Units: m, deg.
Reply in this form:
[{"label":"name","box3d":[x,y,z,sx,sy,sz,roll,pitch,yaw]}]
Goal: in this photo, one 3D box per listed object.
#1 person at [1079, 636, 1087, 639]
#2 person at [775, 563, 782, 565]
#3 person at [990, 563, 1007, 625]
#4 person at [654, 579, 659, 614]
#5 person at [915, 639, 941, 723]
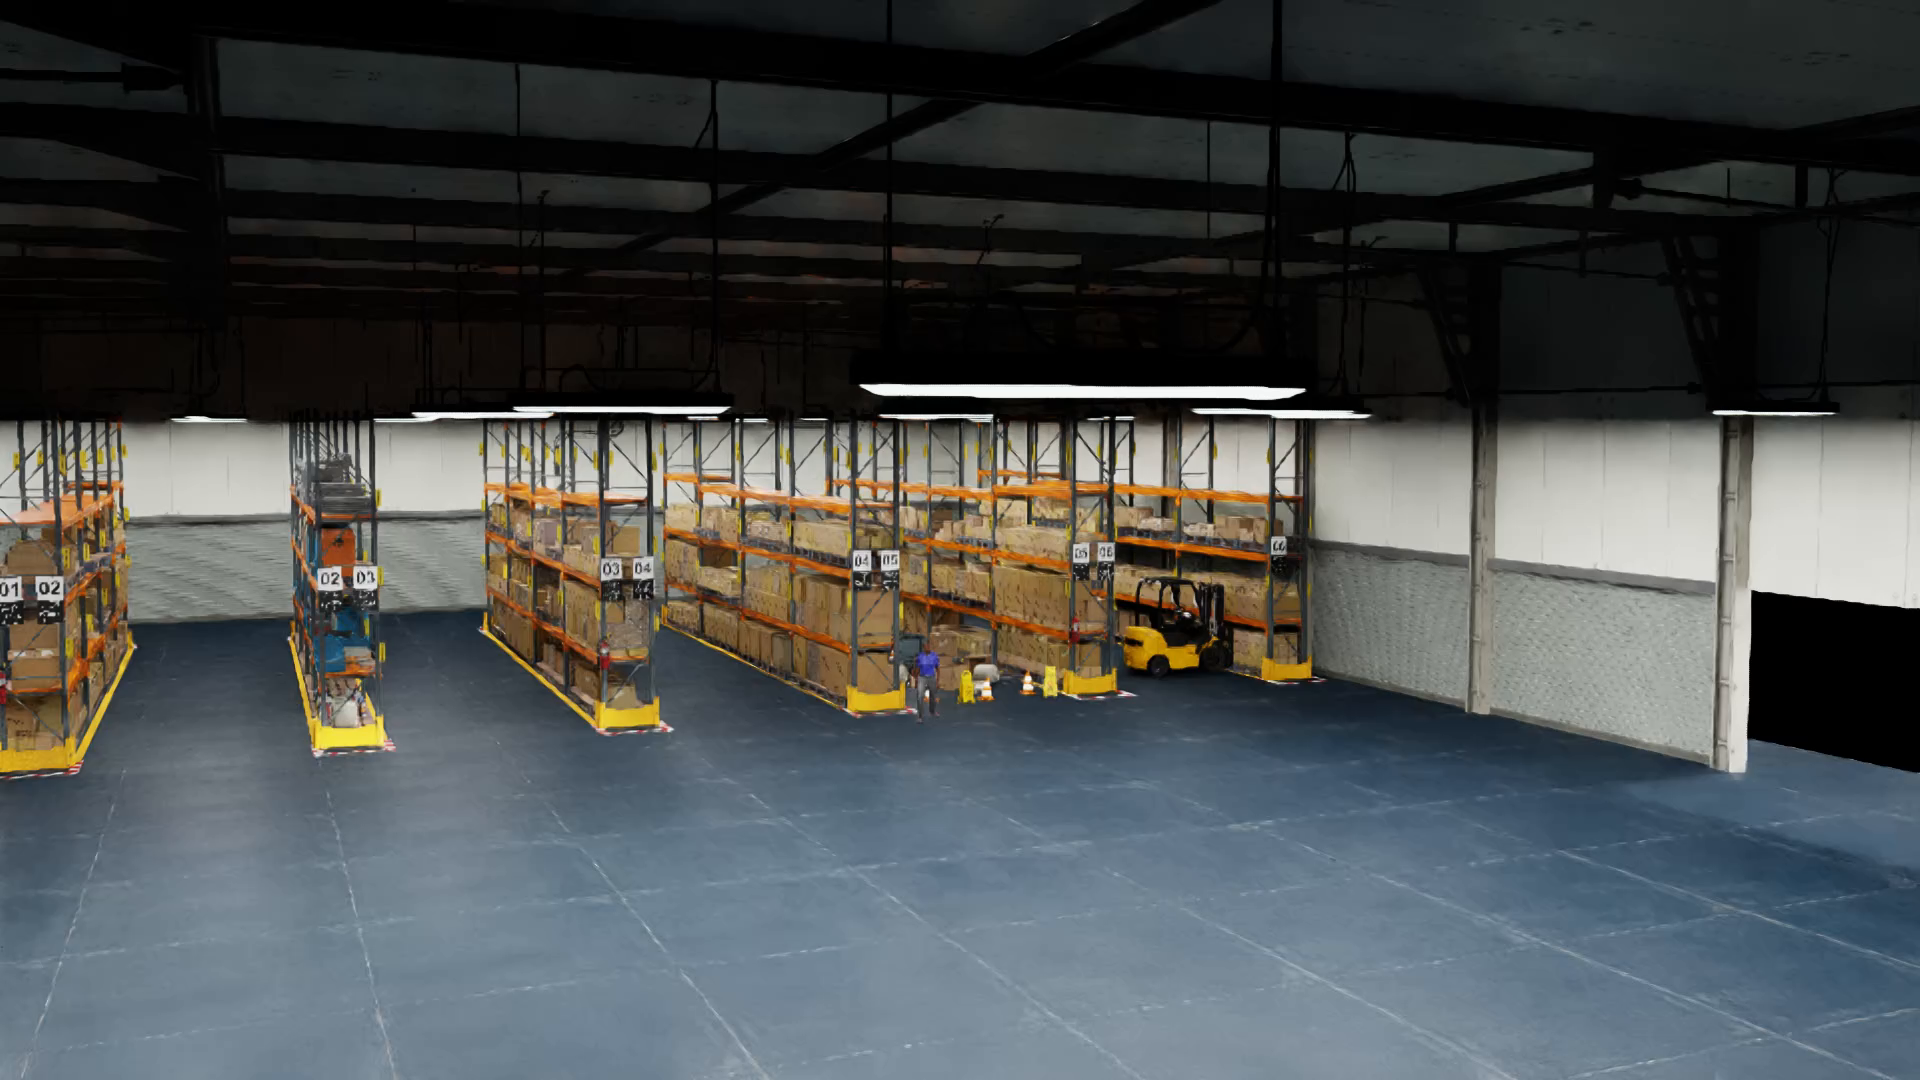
[{"label":"person","box3d":[2.868,2.080,39.943,0.549,1.665,0.574,1,4,8]},{"label":"person","box3d":[-5.300,1.458,48.914,0.503,1.672,0.563,-3,5,-34]},{"label":"person","box3d":[1.142,1.533,47.088,0.592,1.764,0.687,0,4,-4]},{"label":"person","box3d":[-9.193,1.463,49.050,0.533,1.664,0.518,1,4,14]},{"label":"person","box3d":[-0.616,2.687,32.006,0.505,1.578,0.939,0,4,-2]}]
